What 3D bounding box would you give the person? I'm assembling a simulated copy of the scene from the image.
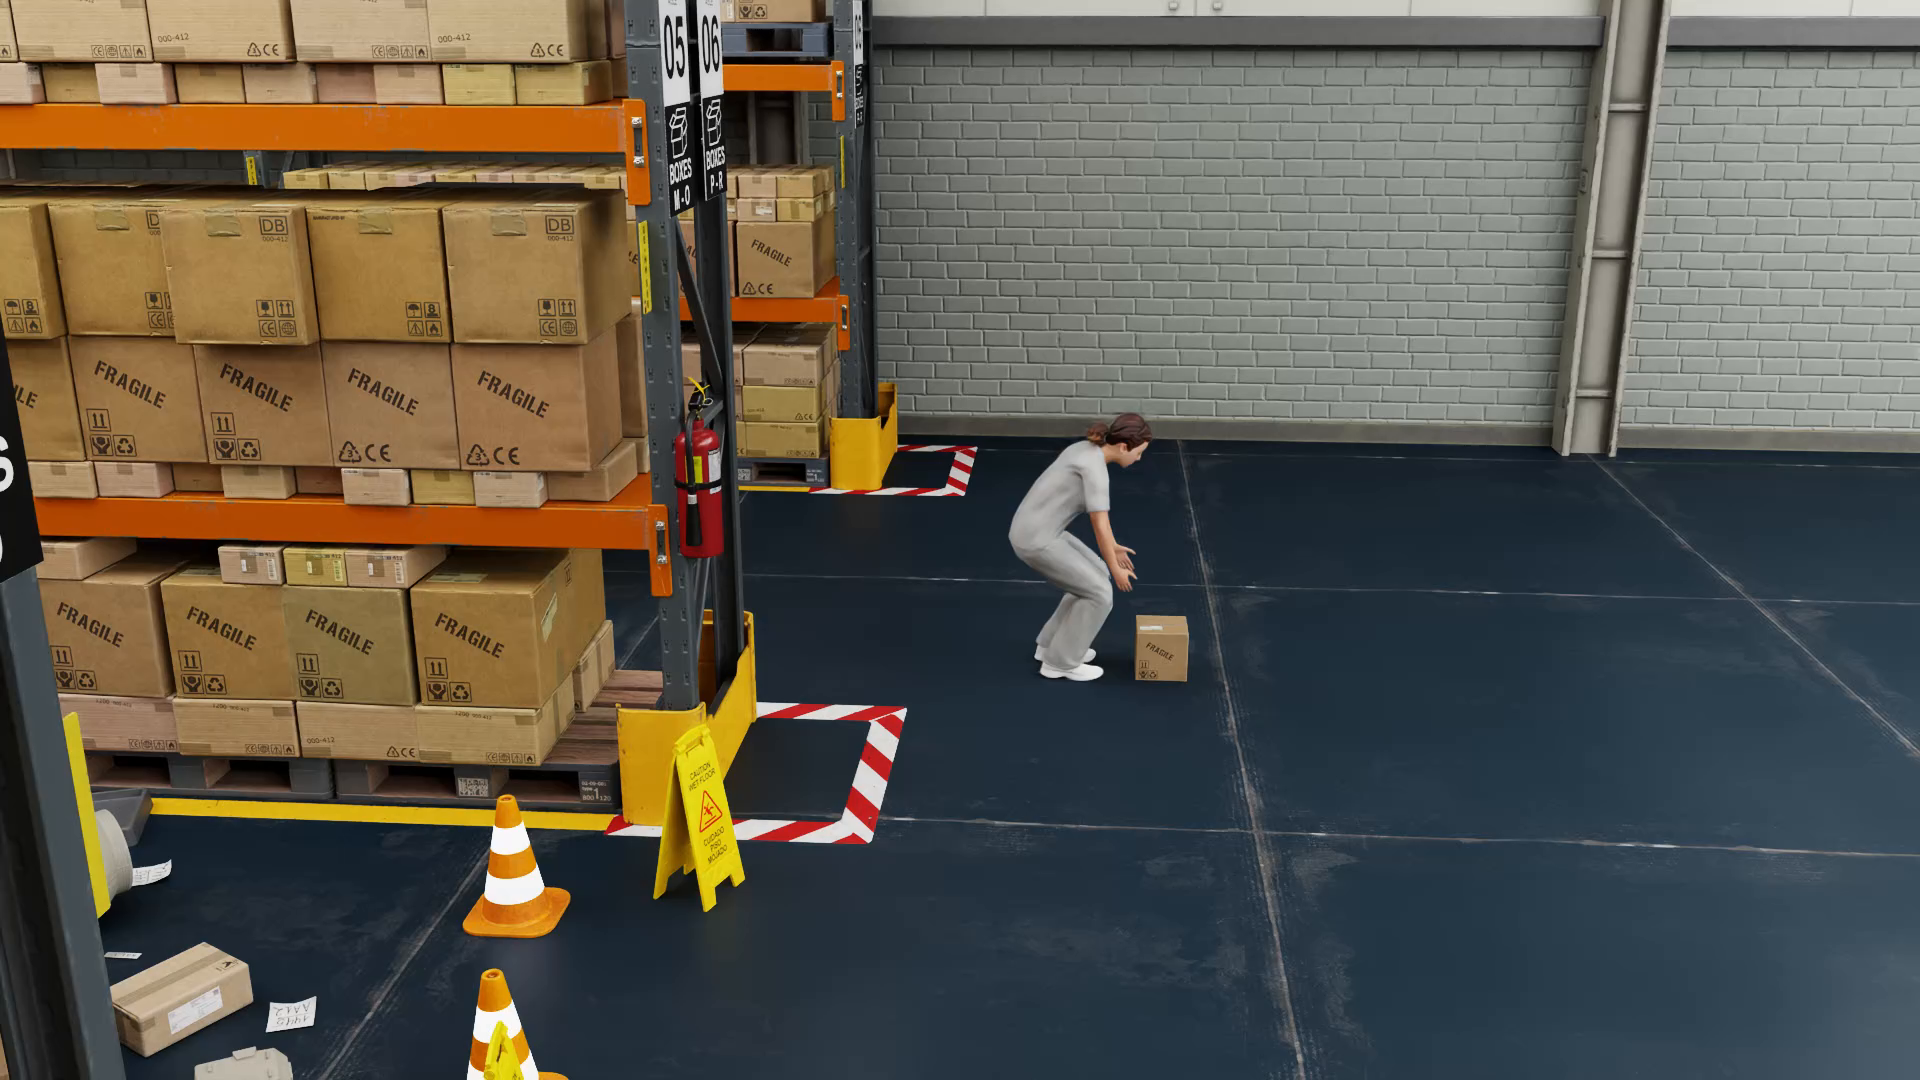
[{"bbox_3d":[0.582,0.012,8.138,0.682,1.304,0.490,1,18,4],"label":"person"}]
